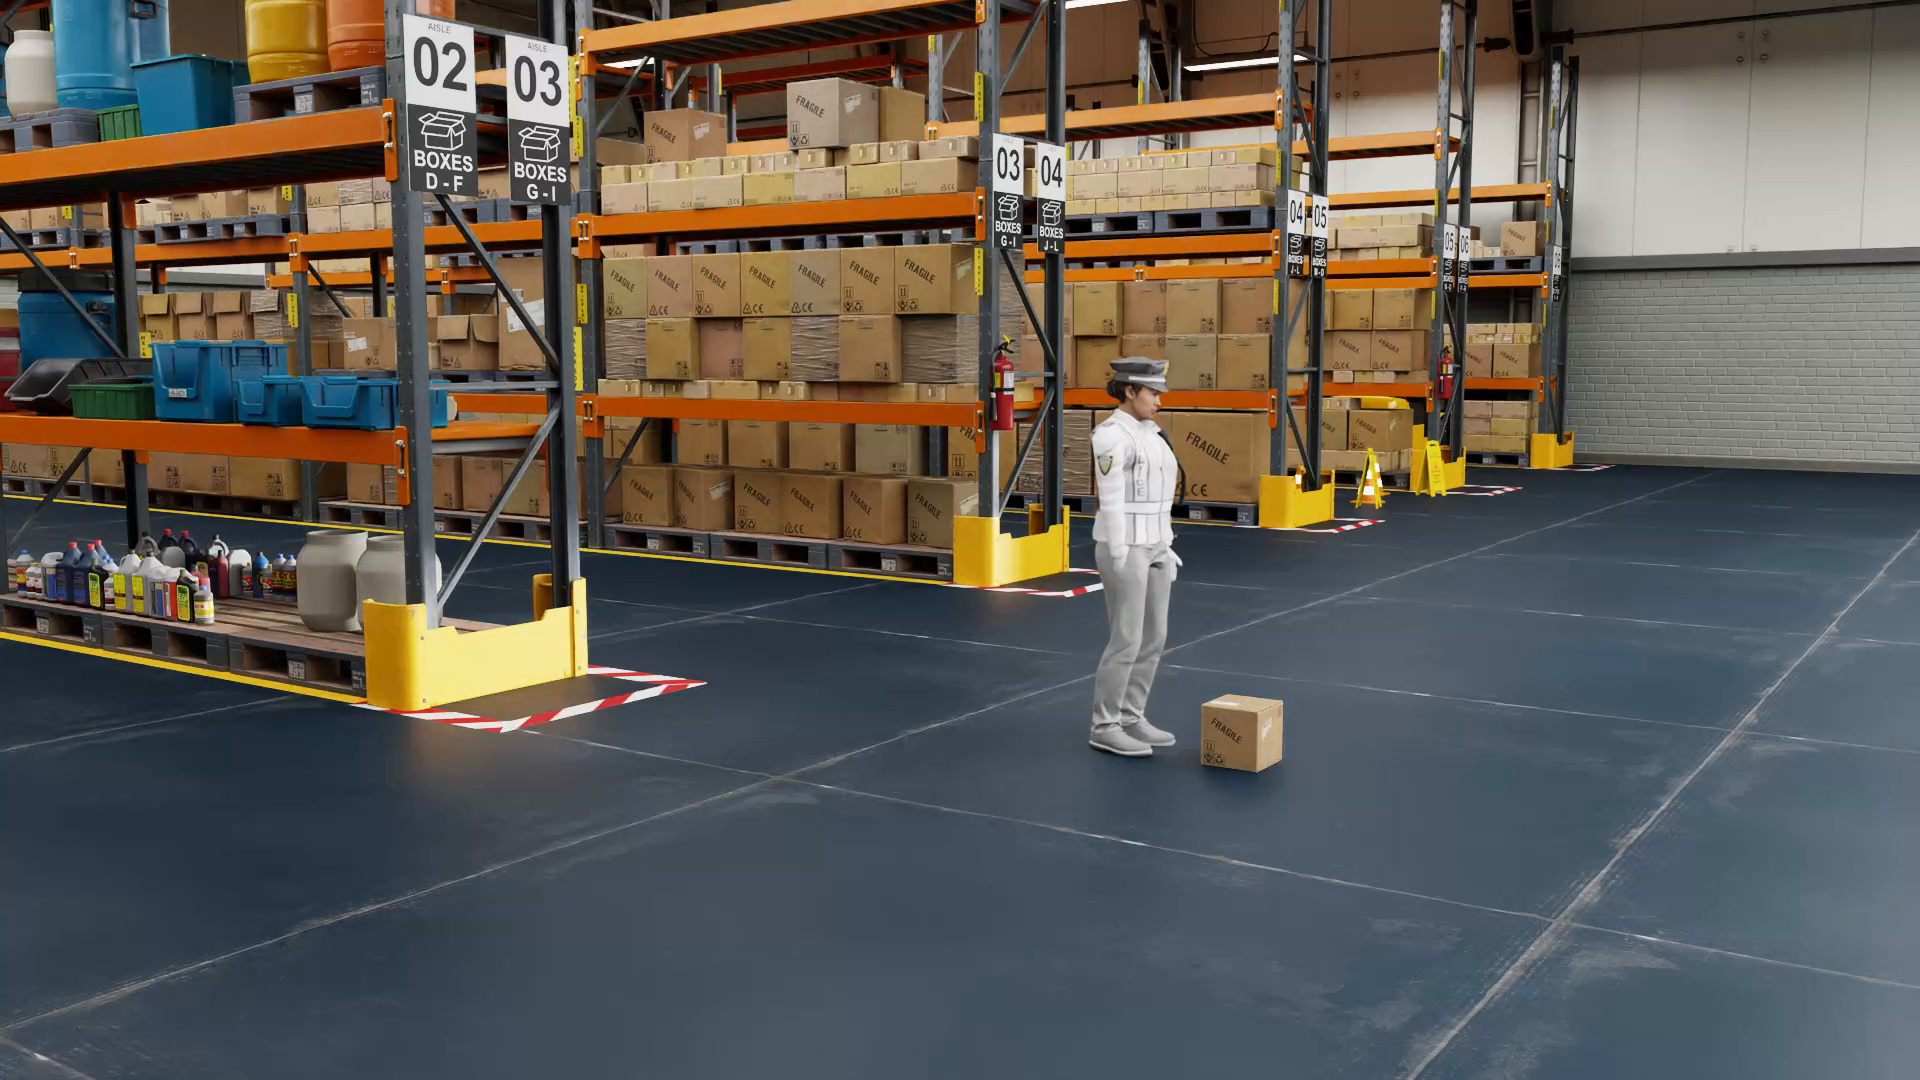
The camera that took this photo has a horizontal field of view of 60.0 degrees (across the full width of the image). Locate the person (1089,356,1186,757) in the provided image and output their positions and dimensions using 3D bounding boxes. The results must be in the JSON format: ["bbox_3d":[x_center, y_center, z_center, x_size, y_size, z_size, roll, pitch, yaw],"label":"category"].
[{"bbox_3d":[0.750,0.059,7.025,0.327,1.665,0.471,4,8,35],"label":"person"}]
